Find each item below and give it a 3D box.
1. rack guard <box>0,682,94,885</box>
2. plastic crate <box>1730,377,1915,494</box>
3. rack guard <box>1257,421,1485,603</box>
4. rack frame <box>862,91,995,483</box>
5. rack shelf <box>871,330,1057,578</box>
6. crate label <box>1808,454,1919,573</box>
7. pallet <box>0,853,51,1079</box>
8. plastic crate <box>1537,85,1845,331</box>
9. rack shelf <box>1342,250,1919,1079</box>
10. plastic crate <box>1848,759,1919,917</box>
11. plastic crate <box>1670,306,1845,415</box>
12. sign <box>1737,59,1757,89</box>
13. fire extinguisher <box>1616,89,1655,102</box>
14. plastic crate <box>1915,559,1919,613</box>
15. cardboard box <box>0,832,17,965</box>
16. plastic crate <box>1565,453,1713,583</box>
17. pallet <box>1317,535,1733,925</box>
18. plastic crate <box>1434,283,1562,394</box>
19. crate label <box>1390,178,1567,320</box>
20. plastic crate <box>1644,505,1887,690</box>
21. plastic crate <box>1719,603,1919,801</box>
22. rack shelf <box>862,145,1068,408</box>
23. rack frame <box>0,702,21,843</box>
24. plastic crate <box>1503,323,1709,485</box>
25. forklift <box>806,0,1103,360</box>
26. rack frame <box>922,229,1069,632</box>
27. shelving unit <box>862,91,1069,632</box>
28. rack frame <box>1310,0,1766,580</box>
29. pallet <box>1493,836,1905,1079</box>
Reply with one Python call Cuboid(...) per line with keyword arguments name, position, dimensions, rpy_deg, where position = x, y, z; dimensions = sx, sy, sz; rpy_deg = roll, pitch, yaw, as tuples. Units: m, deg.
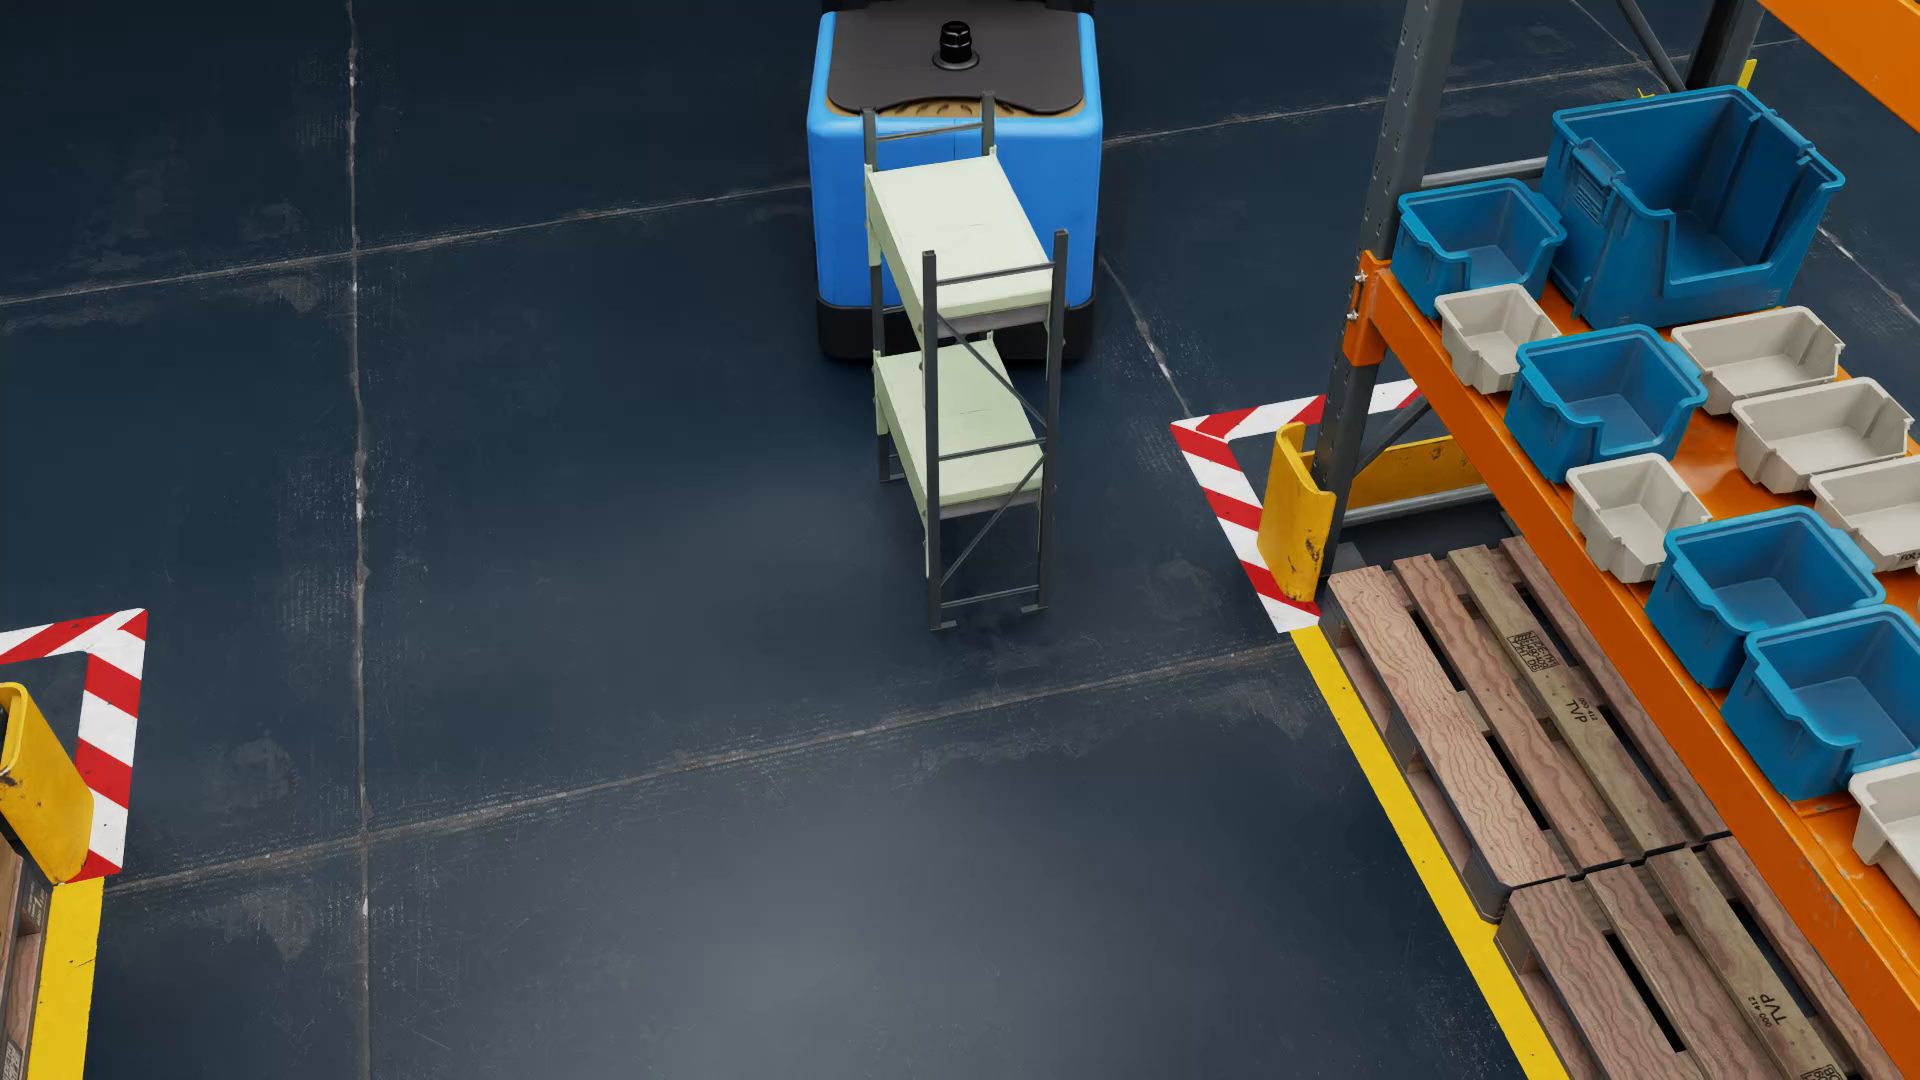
Cuboid(name="rack guard", position=(-3.134, 0.789, 4.627), dimensions=(1.175, 0.500, 0.348), rpy_deg=(-11, 47, -10))
Cuboid(name="plastic crate", position=(2.080, -0.238, 4.025), dimensions=(0.396, 0.136, 0.243), rpy_deg=(-11, 47, -10))
Cuboid(name="rack guard", position=(1.618, -0.181, 5.577), dimensions=(1.175, 0.500, 0.348), rpy_deg=(-11, 47, -10))
Cuboid(name="rack frame", position=(-0.092, -0.773, 5.457), dimensions=(0.400, 1.500, 0.023), rpy_deg=(-11, 47, -10))
Cuboid(name="rack shelf", position=(0.002, -0.292, 5.443), dimensions=(0.431, 0.370, 0.720), rpy_deg=(-11, 47, -10))
Cuboid(name="crate label", position=(2.175, -0.050, 3.841), dimensions=(0.396, 0.136, 0.243), rpy_deg=(-11, 47, -10))
Cuboid(name="pallet", position=(-2.929, 1.440, 4.191), dimensions=(1.003, 0.211, 1.213), rpy_deg=(-11, 47, -10))
Cuboid(name="plastic crate", position=(1.903, -0.878, 4.443), dimensions=(0.616, 0.435, 0.499), rpy_deg=(-11, 47, -10))
Cuboid(name="rack shelf", position=(2.148, 0.591, 3.574), dimensions=(1.077, 0.370, 4.000), rpy_deg=(-11, 47, -10))
Cuboid(name="plastic crate", position=(1.924, 0.644, 3.161), dimensions=(0.293, 0.136, 0.466), rpy_deg=(-11, 47, -10))
Cuboid(name="plastic crate", position=(2.020, -0.440, 4.224), dimensions=(0.396, 0.136, 0.243), rpy_deg=(-11, 47, -10))
Cuboid(name="sign", position=(2.164, -1.211, 4.722), dimensions=(0.100, 0.325, 0.005), rpy_deg=(-11, 47, -10))
Cuboid(name="fire extinguisher", position=(2.037, -1.071, 5.015), dimensions=(0.296, 0.674, 0.183), rpy_deg=(-11, 47, -10))
Cuboid(name="plastic crate", position=(2.269, 0.151, 3.644), dimensions=(0.298, 0.136, 0.250), rpy_deg=(-11, 47, -10))
Cuboid(name="cardboard box", position=(-2.776, 0.913, 4.197), dimensions=(0.500, 0.500, 0.500), rpy_deg=(-11, 47, -10))
Cuboid(name="plastic crate", position=(1.557, -0.035, 3.827), dimensions=(0.250, 0.136, 0.298), rpy_deg=(-11, 47, -10))
Cuboid(name="pallet", position=(1.810, 0.511, 5.102), dimensions=(1.003, 0.211, 1.213), rpy_deg=(-11, 47, -10))
Cuboid(name="plastic crate", position=(1.383, -0.503, 4.285), dimensions=(0.250, 0.136, 0.298), rpy_deg=(-11, 47, -10))
Cuboid(name="crate label", position=(1.381, -0.773, 4.483), dimensions=(0.416, 0.233, 0.303), rpy_deg=(-11, 47, -10))
Cuboid(name="plastic crate", position=(1.718, 0.136, 3.592), dimensions=(0.416, 0.233, 0.300), rpy_deg=(-11, 47, -10))
Cuboid(name="plastic crate", position=(1.795, 0.343, 3.389), dimensions=(0.416, 0.233, 0.300), rpy_deg=(-11, 47, -10))
Cuboid(name="rack shelf", position=(0.002, -0.793, 4.931), dimensions=(0.431, 0.370, 0.720), rpy_deg=(-11, 47, -10))
Cuboid(name="rack frame", position=(-3.153, -0.139, 3.786), dimensions=(1.000, 3.000, 0.127), rpy_deg=(-11, 47, -10))
Cuboid(name="plastic crate", position=(1.550, -0.319, 4.038), dimensions=(0.416, 0.233, 0.300), rpy_deg=(-11, 47, -10))
Cuboid(name="forklift", position=(-0.005, -2.744, 6.387), dimensions=(1.130, 2.935, 3.031), rpy_deg=(0, 46, 0))
Cuboid(name="rack frame", position=(0.095, -0.268, 4.962), dimensions=(0.400, 1.500, 0.023), rpy_deg=(-11, 47, -10))
Cuboid(name="shelving unit", position=(0.002, -0.520, 5.210), dimensions=(0.431, 1.500, 0.755), rpy_deg=(-11, 47, -10))
Cuboid(name="rack frame", position=(1.636, -1.042, 4.671), dimensions=(1.000, 3.000, 0.127), rpy_deg=(-11, 47, -10))
Cuboid(name="pallet", position=(2.119, 1.351, 4.278), dimensions=(1.003, 0.211, 1.213), rpy_deg=(-11, 47, -10))
